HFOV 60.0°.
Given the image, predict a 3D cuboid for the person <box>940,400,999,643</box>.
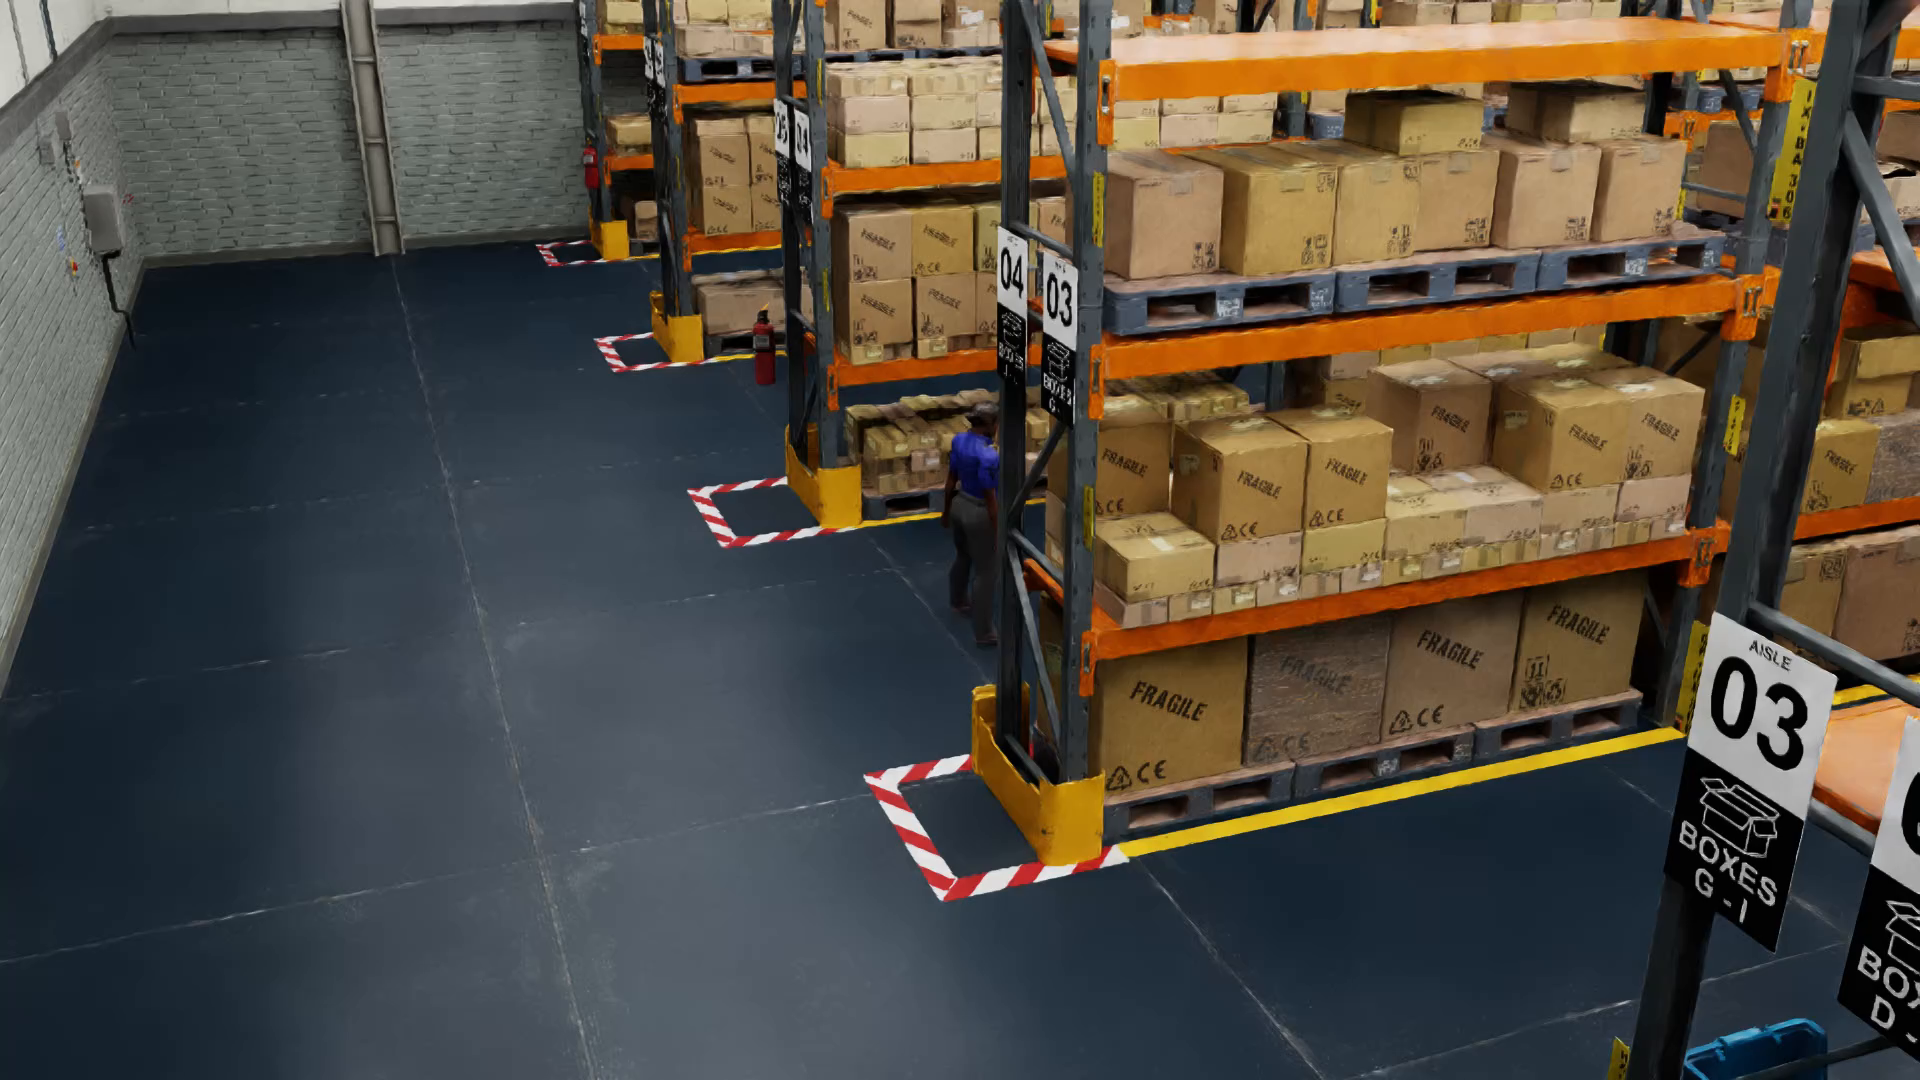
[{"bbox_3d":[0.128,-0.174,11.203,0.426,1.647,0.649,-15,27,-32],"label":"person"}]
